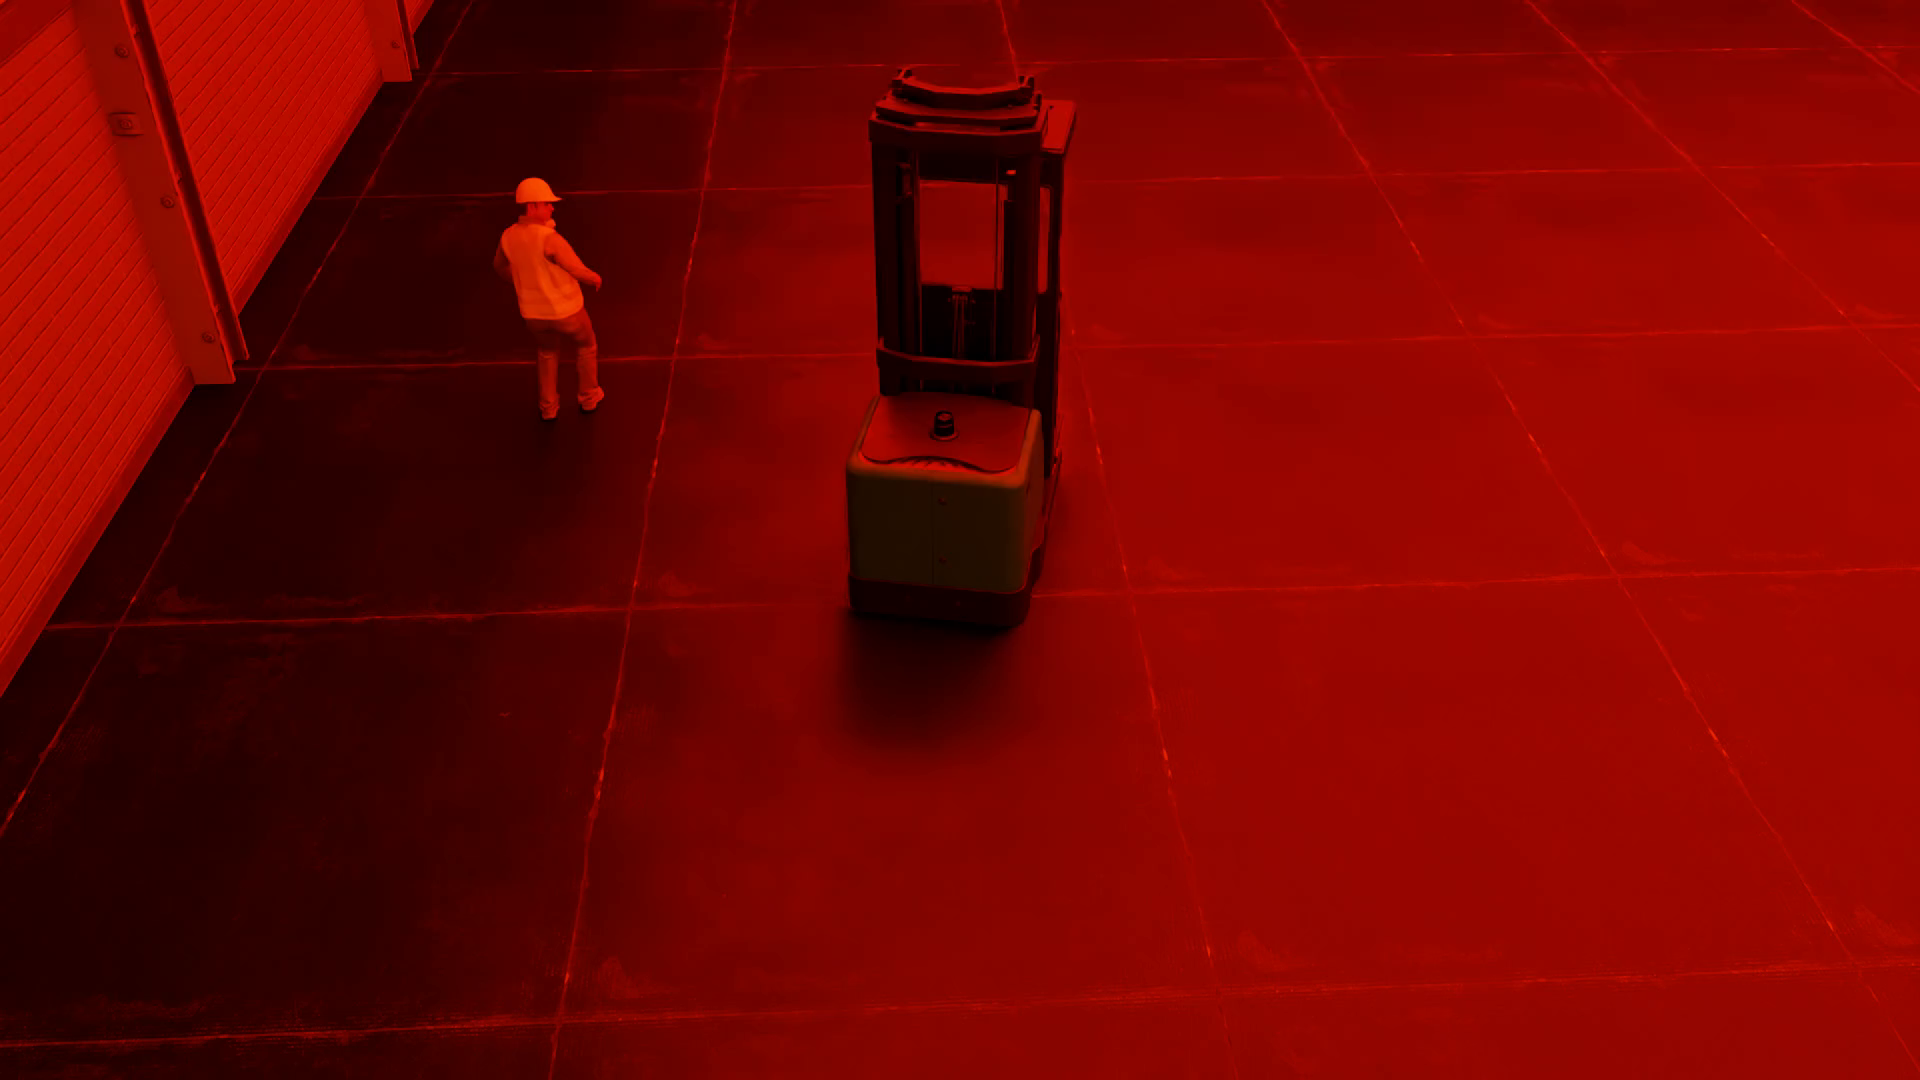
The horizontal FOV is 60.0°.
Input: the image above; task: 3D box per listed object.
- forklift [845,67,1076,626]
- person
[{"bbox_3d":[0.082,-1.545,10.132,1.130,2.935,3.031,5,36,7],"label":"forklift"},{"bbox_3d":[-2.783,-1.628,11.297,0.753,1.724,0.524,10,37,13],"label":"person"}]
